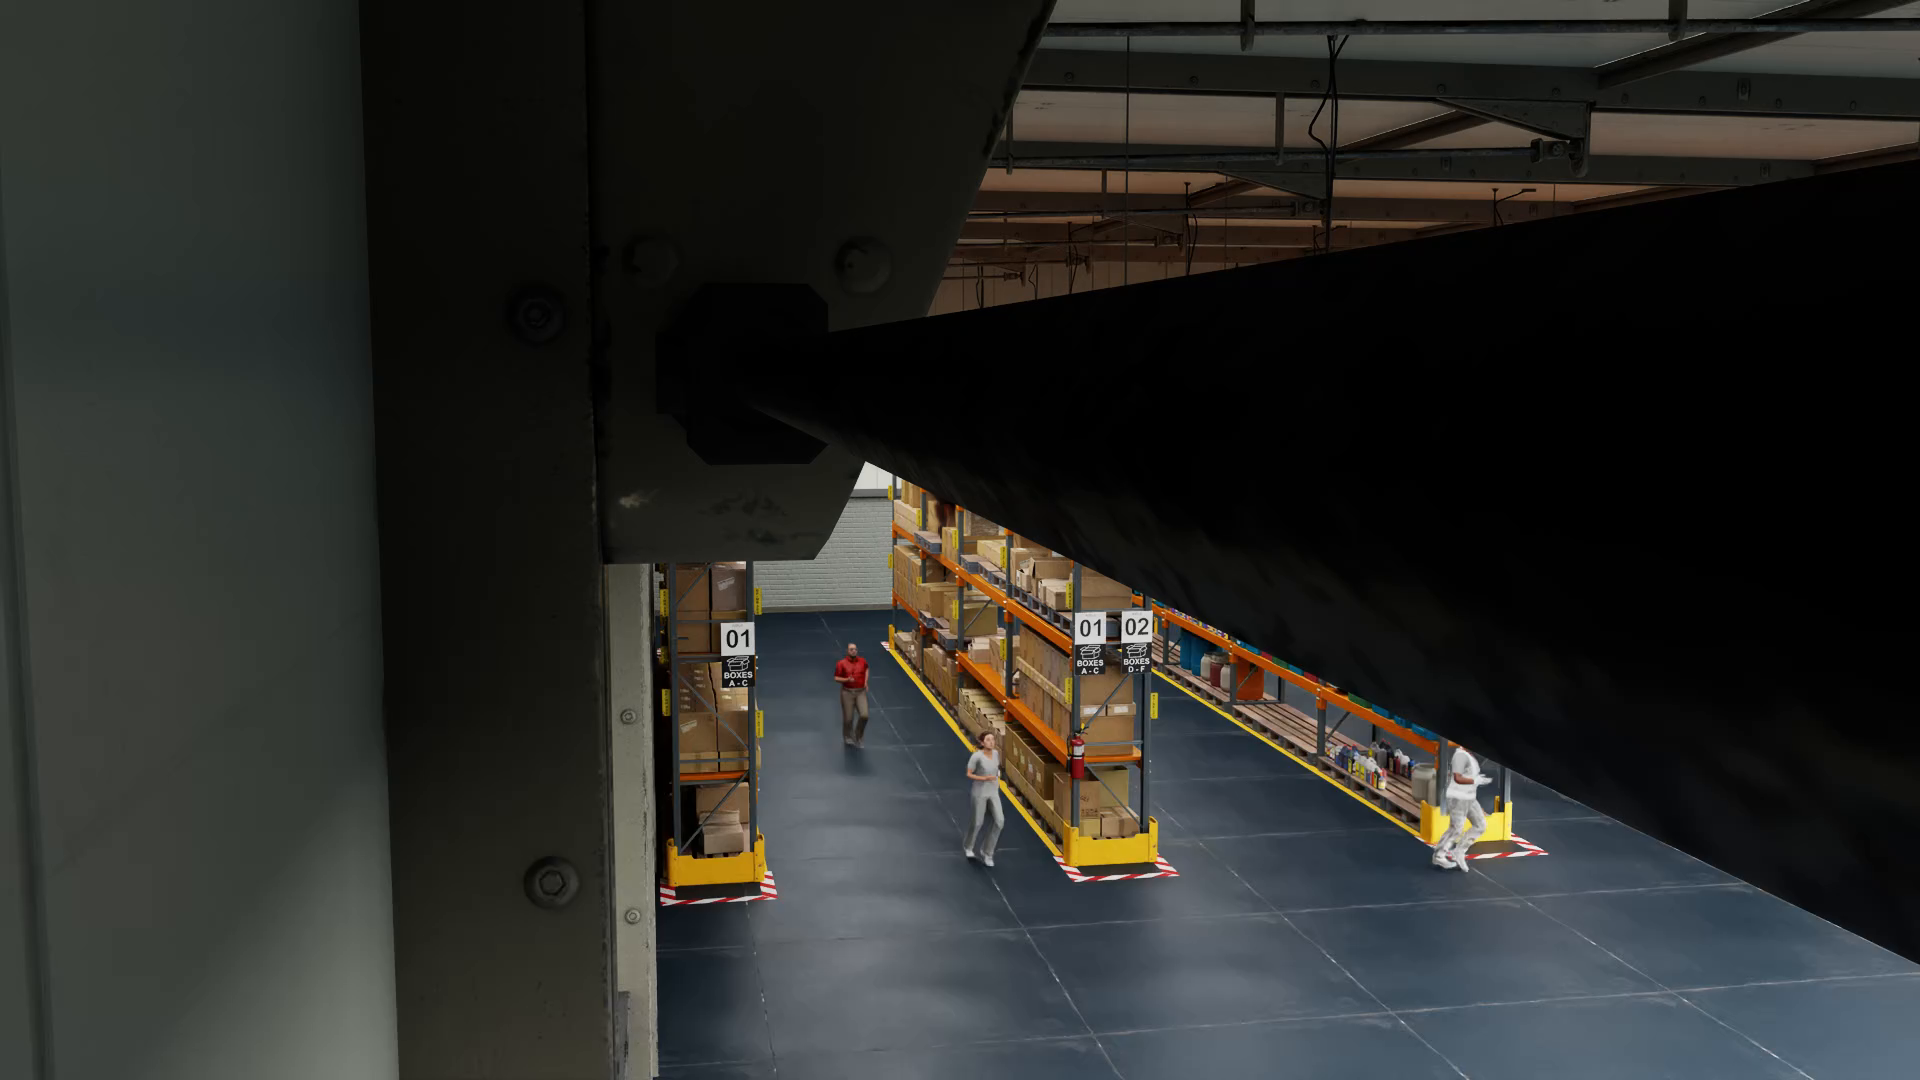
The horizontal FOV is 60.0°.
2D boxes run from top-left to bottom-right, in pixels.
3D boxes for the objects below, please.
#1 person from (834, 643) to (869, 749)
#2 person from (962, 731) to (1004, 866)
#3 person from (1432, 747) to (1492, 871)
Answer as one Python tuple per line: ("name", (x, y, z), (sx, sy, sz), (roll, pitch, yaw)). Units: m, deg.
("person", (-1.724, 2.561, 27.122), (0.641, 1.761, 0.698), (-2, 7, -19))
("person", (0.306, 3.250, 20.984), (0.577, 1.732, 0.681), (-4, 7, -32))
("person", (6.294, 3.233, 20.685), (0.695, 1.793, 0.681), (4, 7, 32))
